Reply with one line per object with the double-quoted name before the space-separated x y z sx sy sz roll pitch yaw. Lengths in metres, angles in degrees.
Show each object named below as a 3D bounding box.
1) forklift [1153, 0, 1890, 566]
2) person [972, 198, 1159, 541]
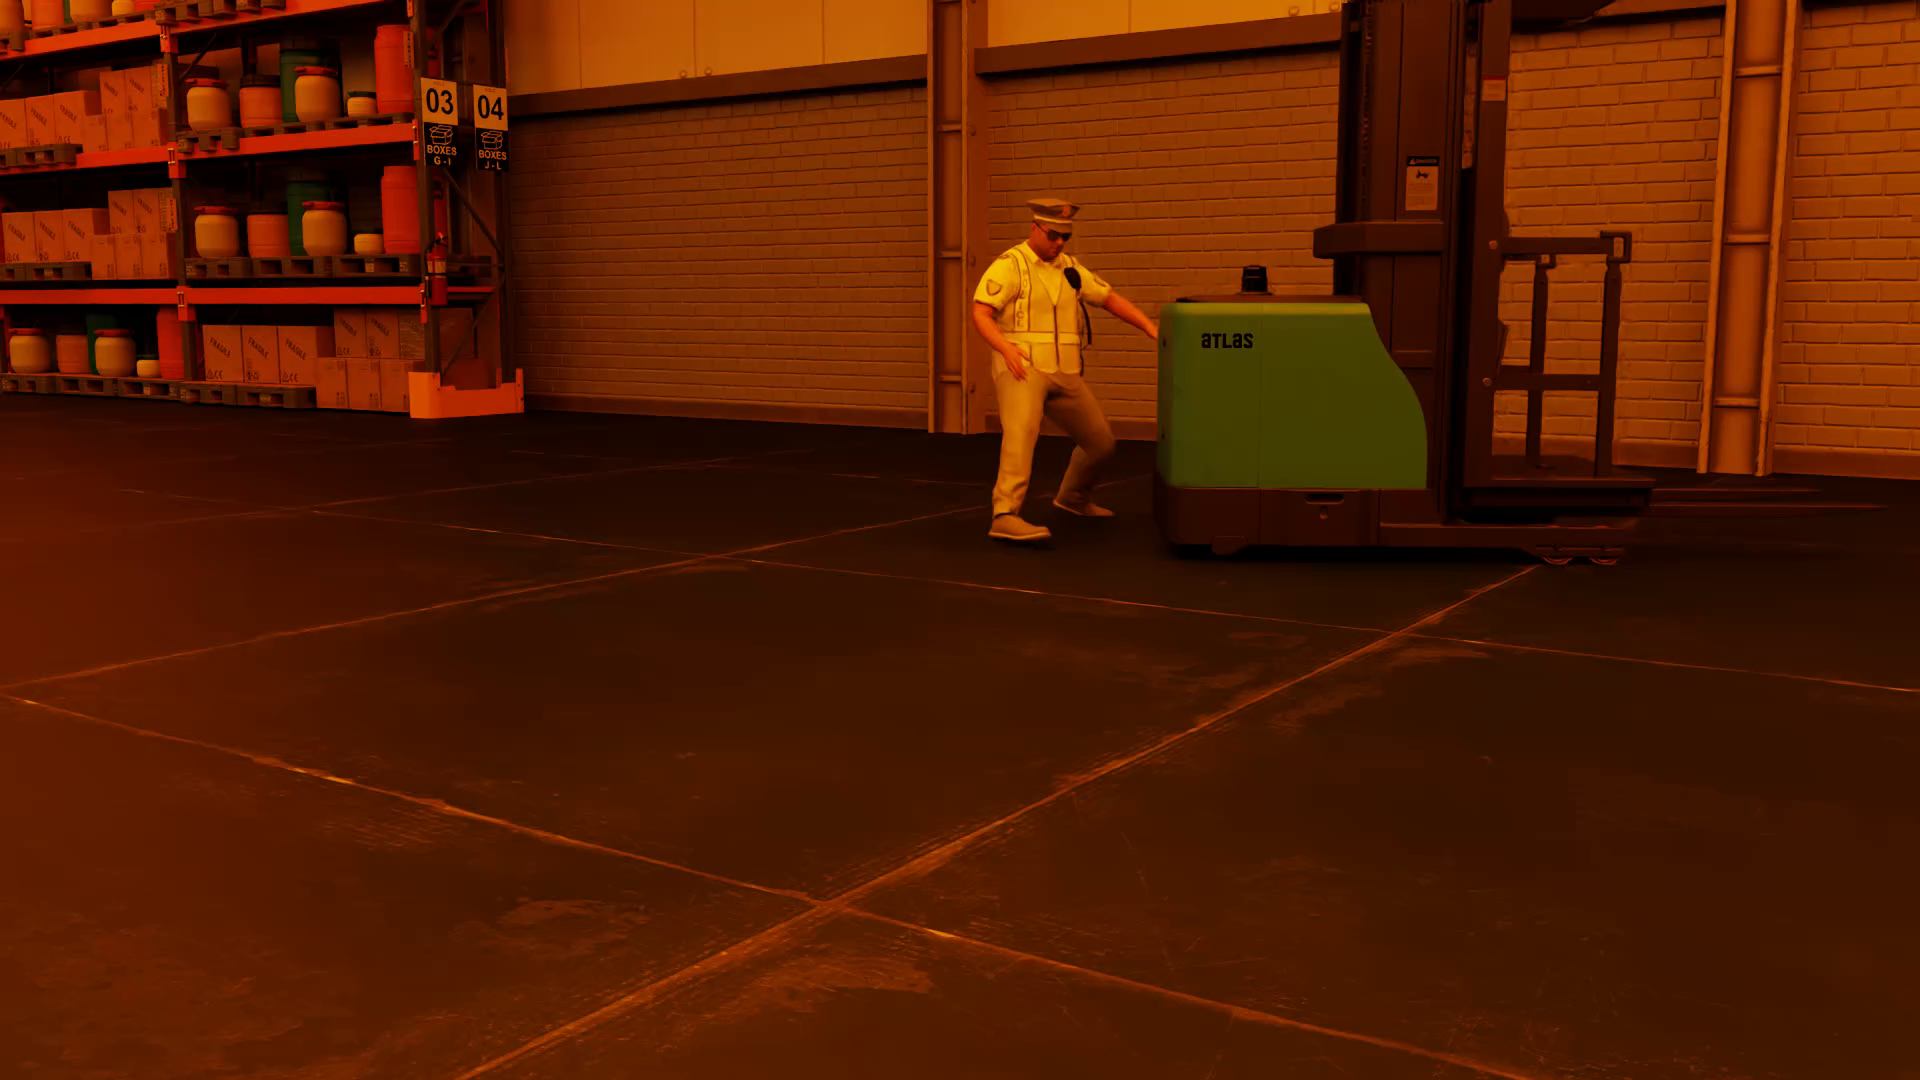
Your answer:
"forklift" 2.407 -1.423 7.199 3.031 2.935 1.130 0 8 3
"person" 0.488 -0.807 7.878 1.066 1.600 0.966 -5 9 -30
